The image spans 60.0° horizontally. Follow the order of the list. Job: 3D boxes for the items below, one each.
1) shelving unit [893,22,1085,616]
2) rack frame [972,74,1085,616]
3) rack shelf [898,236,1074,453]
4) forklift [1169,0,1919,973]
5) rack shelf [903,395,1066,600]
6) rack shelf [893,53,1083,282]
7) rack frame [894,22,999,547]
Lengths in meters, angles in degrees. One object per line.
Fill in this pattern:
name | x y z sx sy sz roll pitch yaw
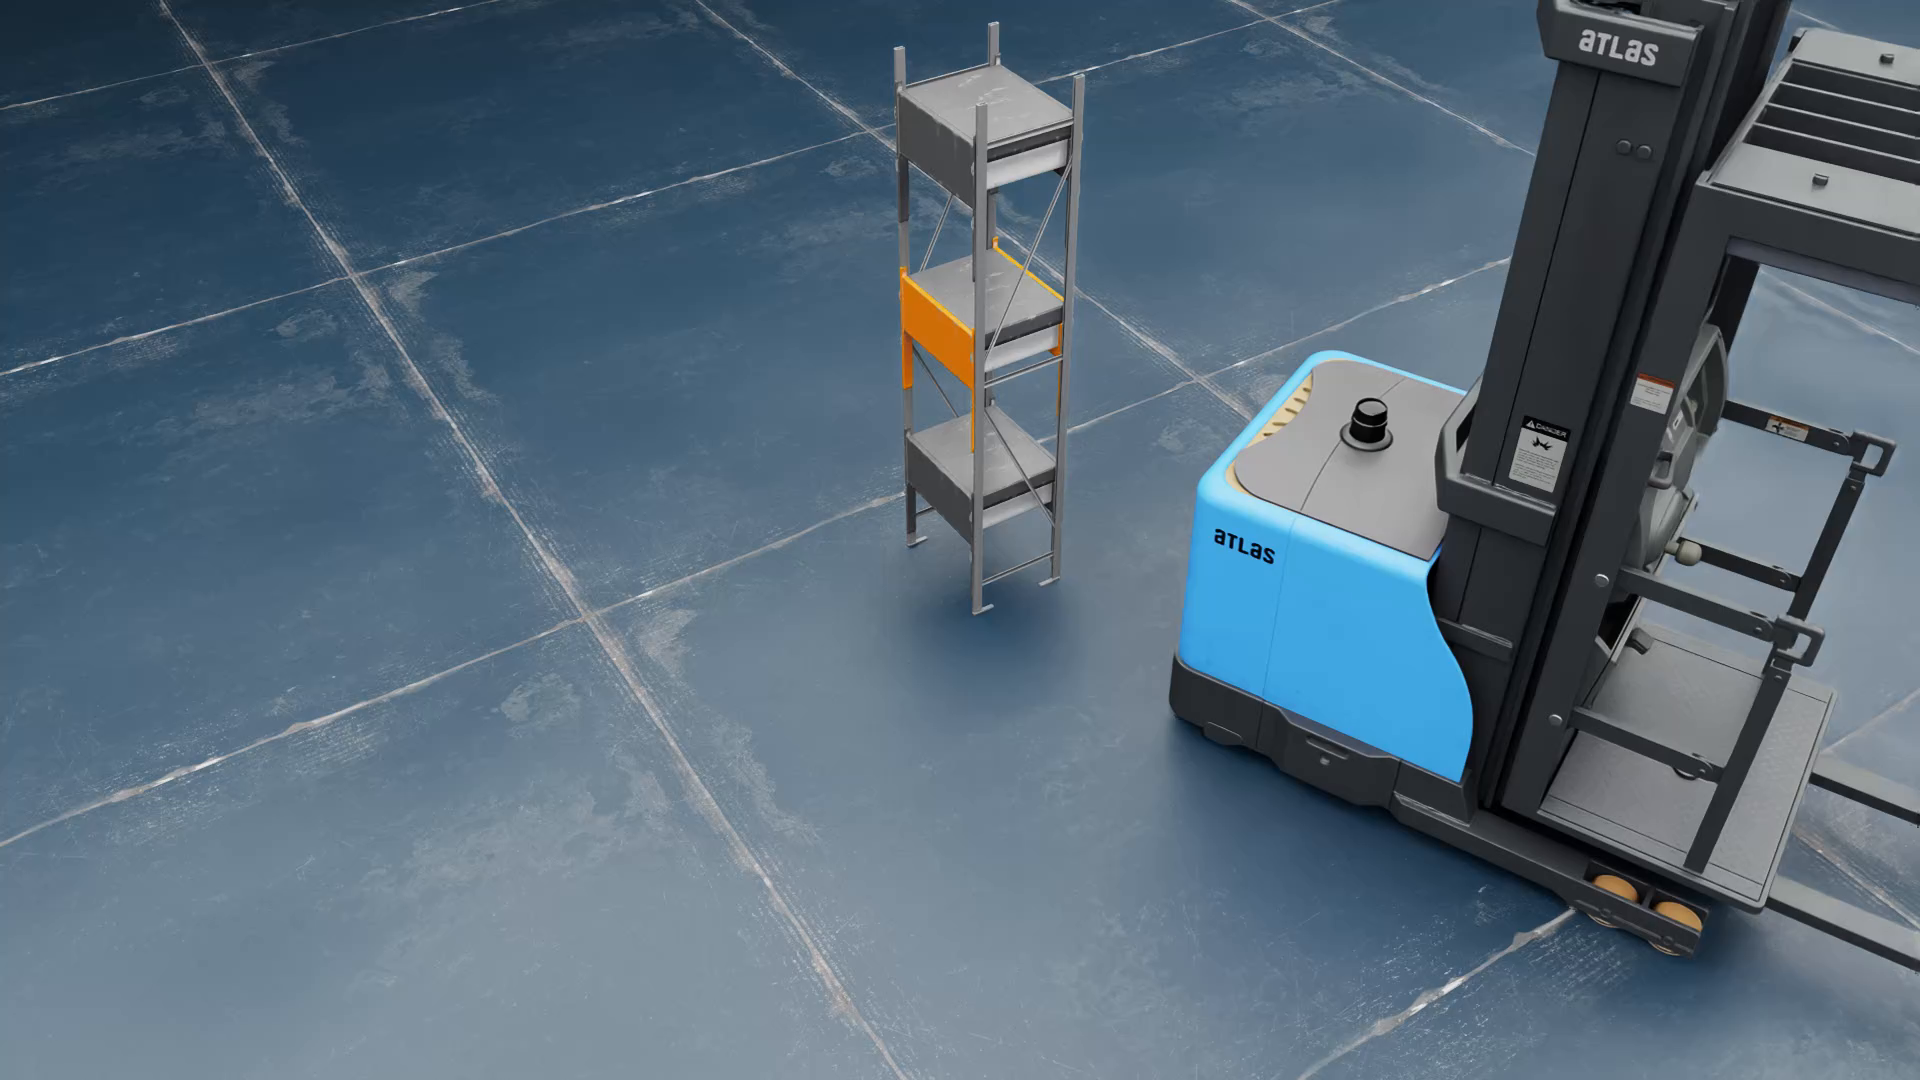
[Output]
shelving unit | 0.089 -0.717 5.971 0.431 2.100 0.503 -22 45 -24
rack frame | 0.220 -0.586 5.813 0.400 2.100 0.015 -22 45 -24
rack shelf | 0.089 -0.707 5.979 0.431 0.518 0.480 -22 45 -24
forklift | 2.259 -0.222 4.727 3.031 2.935 1.130 23 45 25
rack shelf | 0.089 -0.169 6.427 0.431 0.518 0.480 -22 45 -24
rack shelf | 0.089 -1.245 5.531 0.431 0.518 0.480 -22 45 -24
rack frame | -0.042 -0.849 6.129 0.400 2.100 0.015 -22 45 -24
